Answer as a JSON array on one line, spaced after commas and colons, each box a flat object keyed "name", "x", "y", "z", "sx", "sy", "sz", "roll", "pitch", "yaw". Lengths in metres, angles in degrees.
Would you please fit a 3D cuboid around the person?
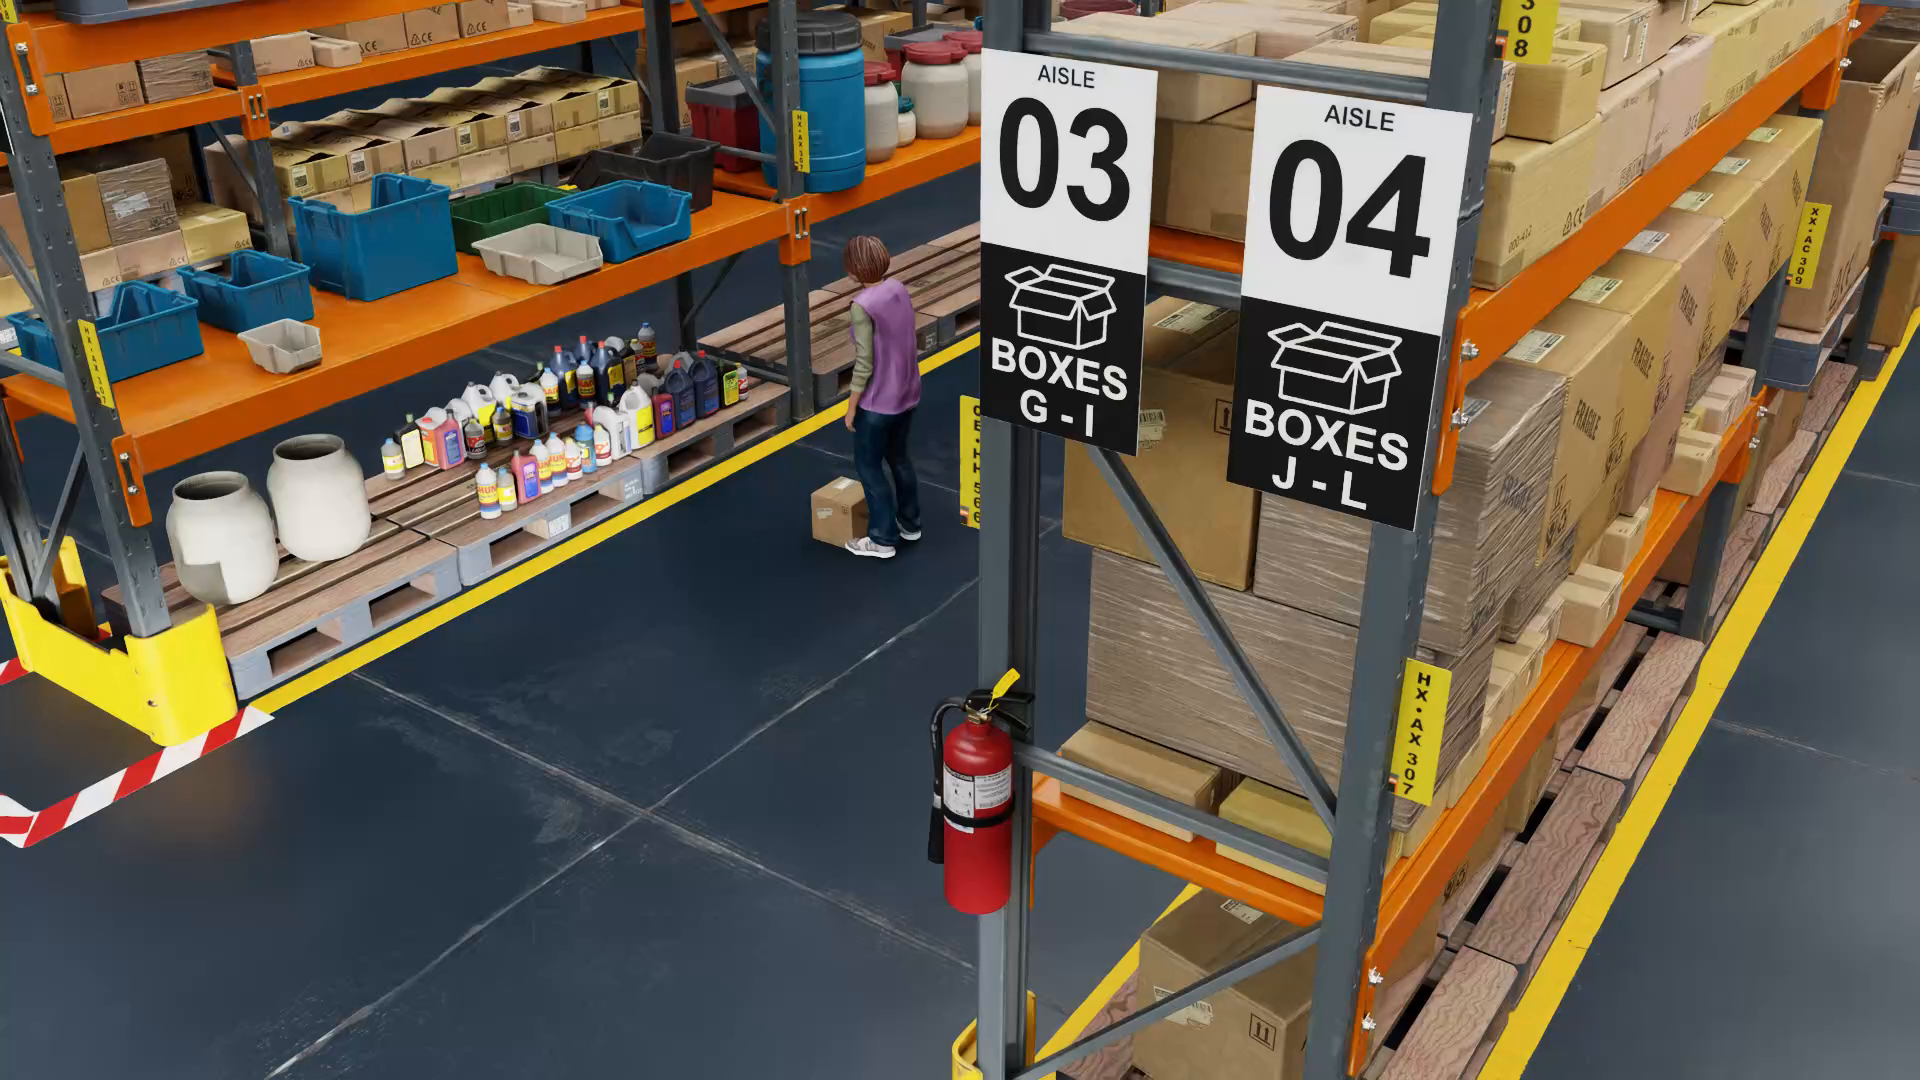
[{"name": "person", "x": -0.375, "y": -0.668, "z": 7.935, "sx": 0.325, "sy": 1.582, "sz": 0.481, "roll": 16, "pitch": 31, "yaw": 28}]
